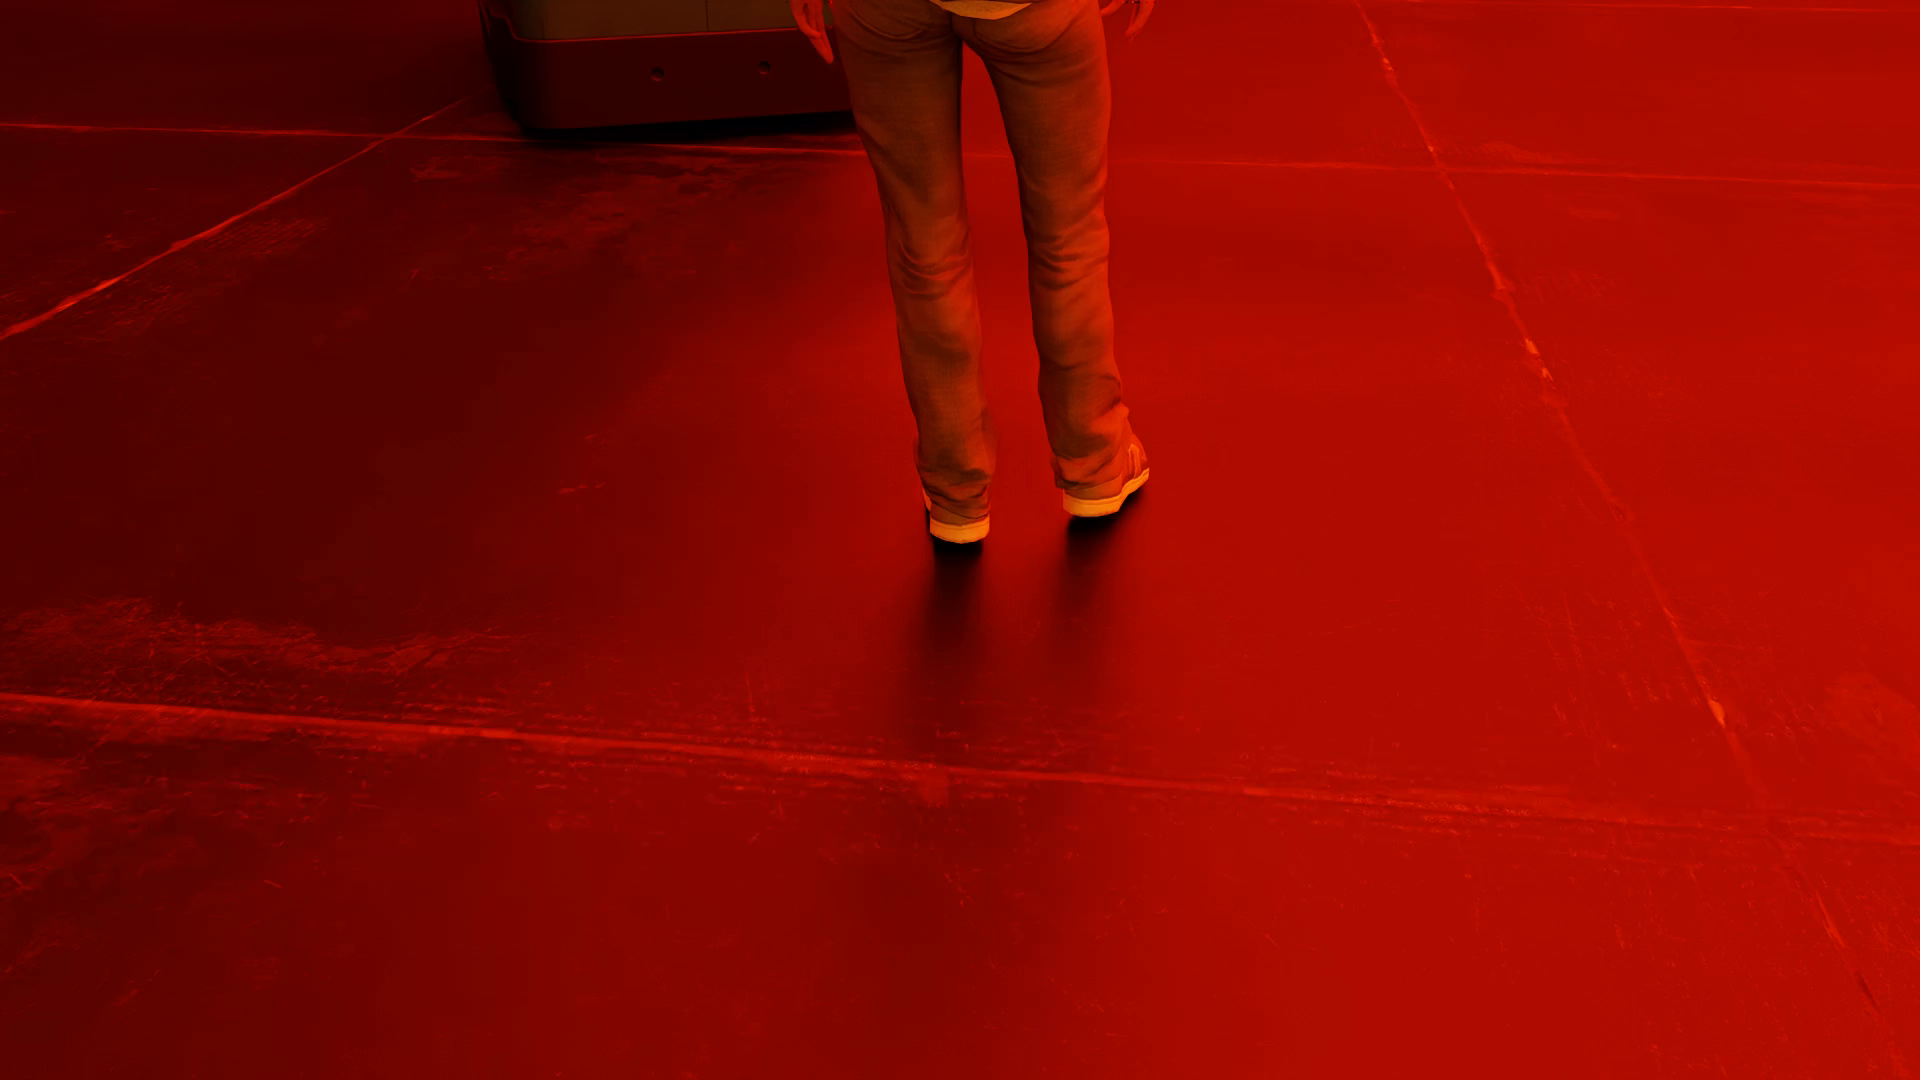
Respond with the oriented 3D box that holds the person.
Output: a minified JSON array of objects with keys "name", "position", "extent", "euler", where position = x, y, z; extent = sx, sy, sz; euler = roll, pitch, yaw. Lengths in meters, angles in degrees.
[{"name":"person","position":[0.024,-0.752,2.205],"extent":[0.520,1.595,0.473],"euler":[3,27,7]}]

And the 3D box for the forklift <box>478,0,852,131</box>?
[{"name":"forklift","position":[-1.146,-3.091,5.414],"extent":[1.130,2.935,3.031],"euler":[-8,28,-15]}]
